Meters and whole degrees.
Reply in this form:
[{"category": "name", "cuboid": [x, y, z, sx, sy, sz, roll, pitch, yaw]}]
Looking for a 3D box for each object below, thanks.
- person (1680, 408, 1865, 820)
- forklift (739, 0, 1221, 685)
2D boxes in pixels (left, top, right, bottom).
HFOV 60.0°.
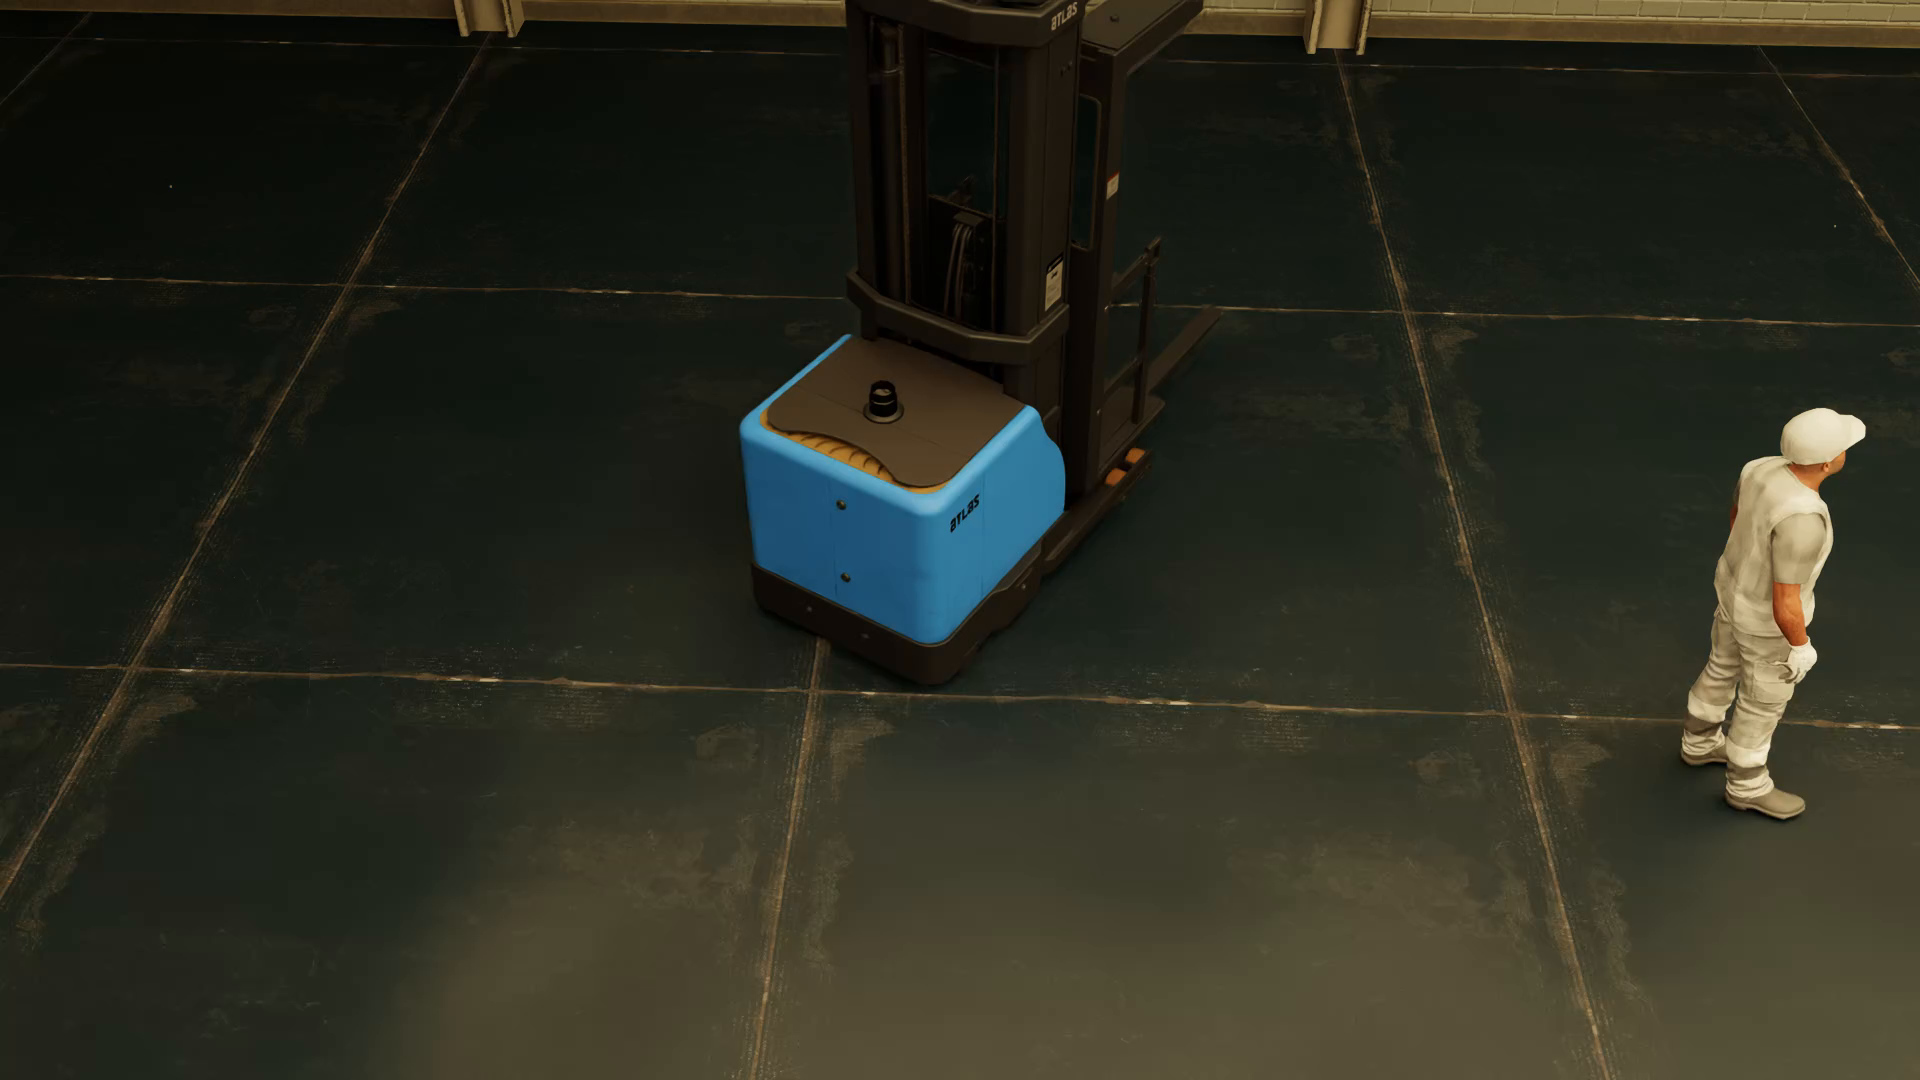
[{"category": "person", "cuboid": [3.122, 0.256, 6.298, 0.565, 1.787, 0.637, 1, 42, 1]}, {"category": "forklift", "cuboid": [0.296, -1.426, 7.304, 1.130, 2.935, 3.031, 24, 48, 24]}]
